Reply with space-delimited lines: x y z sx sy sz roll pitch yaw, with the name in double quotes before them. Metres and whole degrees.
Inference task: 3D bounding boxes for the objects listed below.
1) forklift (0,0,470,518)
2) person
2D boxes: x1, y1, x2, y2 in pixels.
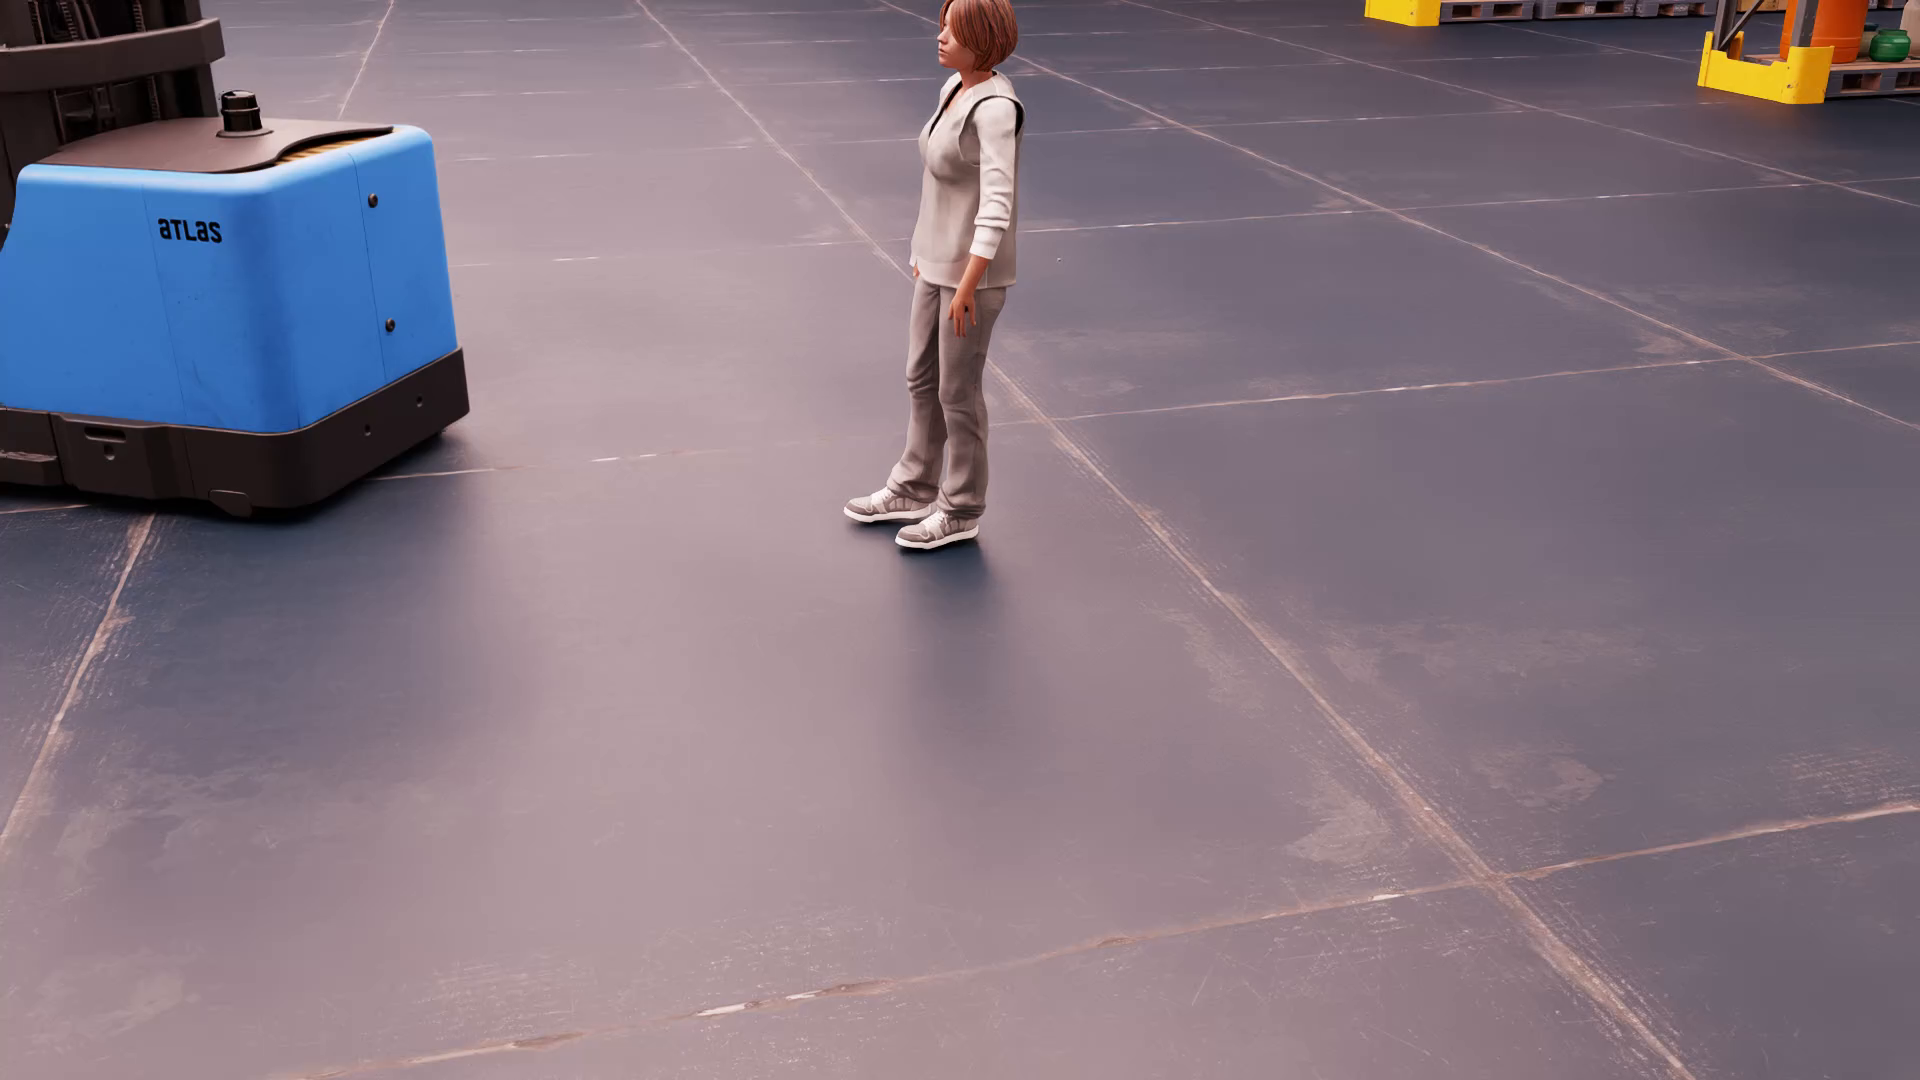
"forklift" -3.327 -1.724 5.361 3.031 2.935 1.130 6 24 14
"person" -0.076 -0.739 4.731 0.473 1.599 0.521 -6 24 -14
